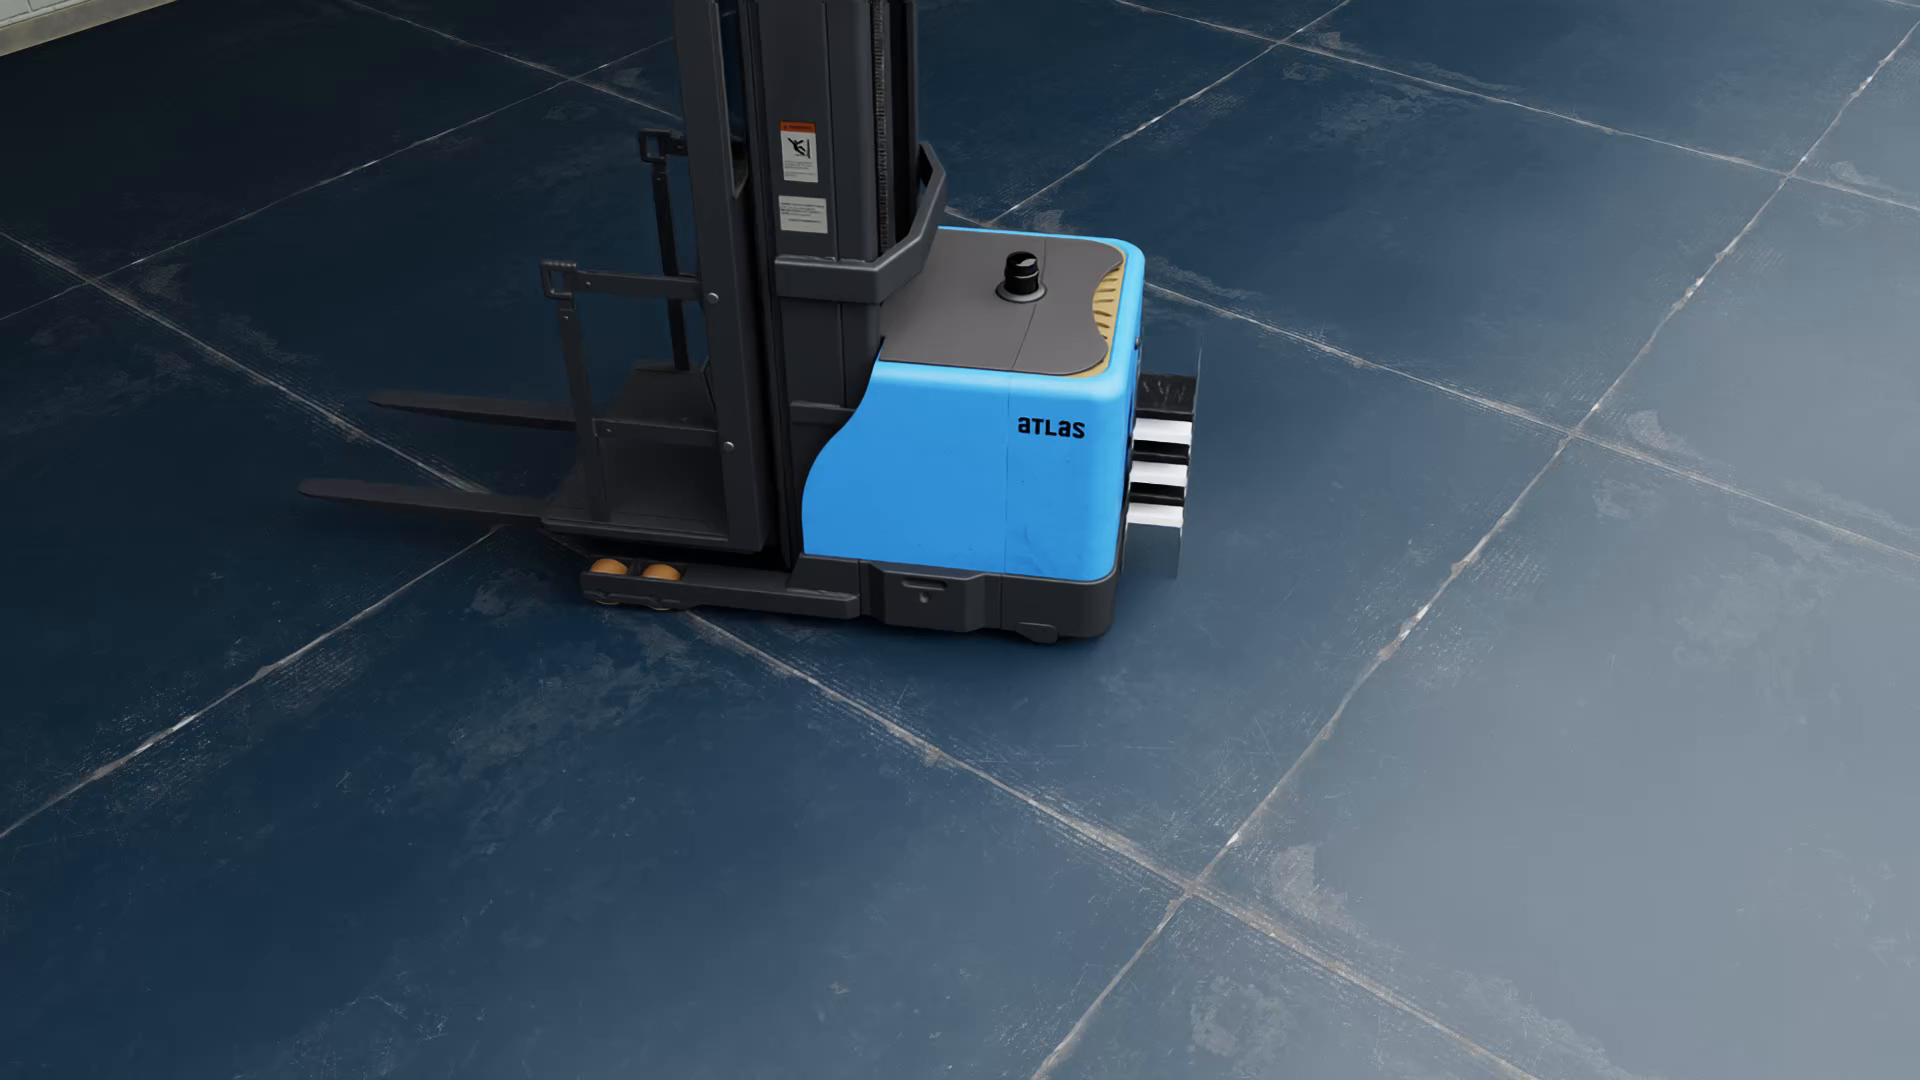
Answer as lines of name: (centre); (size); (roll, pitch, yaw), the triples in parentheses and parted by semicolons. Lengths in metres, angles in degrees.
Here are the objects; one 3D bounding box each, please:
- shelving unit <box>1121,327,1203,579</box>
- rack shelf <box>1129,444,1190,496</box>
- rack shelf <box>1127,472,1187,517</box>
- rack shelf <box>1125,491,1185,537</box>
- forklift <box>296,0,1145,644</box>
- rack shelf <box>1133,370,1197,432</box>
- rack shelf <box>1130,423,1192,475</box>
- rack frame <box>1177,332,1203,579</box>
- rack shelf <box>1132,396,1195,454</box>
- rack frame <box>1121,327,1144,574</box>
shelving unit: (0.712, -0.295, 5.897); (0.210, 0.900, 0.258); (6, 38, 7)
rack shelf: (0.712, -0.269, 5.917); (0.200, 0.077, 0.258); (6, 38, 7)
rack shelf: (0.712, -0.198, 5.973); (0.200, 0.077, 0.258); (6, 38, 7)
rack shelf: (0.712, -0.127, 6.028); (0.200, 0.077, 0.258); (6, 38, 7)
forklift: (-0.900, -1.218, 5.428); (3.031, 2.935, 1.130); (6, 38, 7)
rack shelf: (0.712, -0.481, 5.751); (0.200, 0.077, 0.258); (6, 38, 7)
rack shelf: (0.712, -0.339, 5.862); (0.200, 0.077, 0.258); (6, 38, 7)
rack frame: (0.812, -0.285, 5.884); (0.006, 0.900, 0.240); (6, 38, 7)
rack shelf: (0.712, -0.410, 5.806); (0.200, 0.077, 0.258); (6, 38, 7)
rack frame: (0.611, -0.305, 5.909); (0.006, 0.900, 0.240); (6, 38, 7)
